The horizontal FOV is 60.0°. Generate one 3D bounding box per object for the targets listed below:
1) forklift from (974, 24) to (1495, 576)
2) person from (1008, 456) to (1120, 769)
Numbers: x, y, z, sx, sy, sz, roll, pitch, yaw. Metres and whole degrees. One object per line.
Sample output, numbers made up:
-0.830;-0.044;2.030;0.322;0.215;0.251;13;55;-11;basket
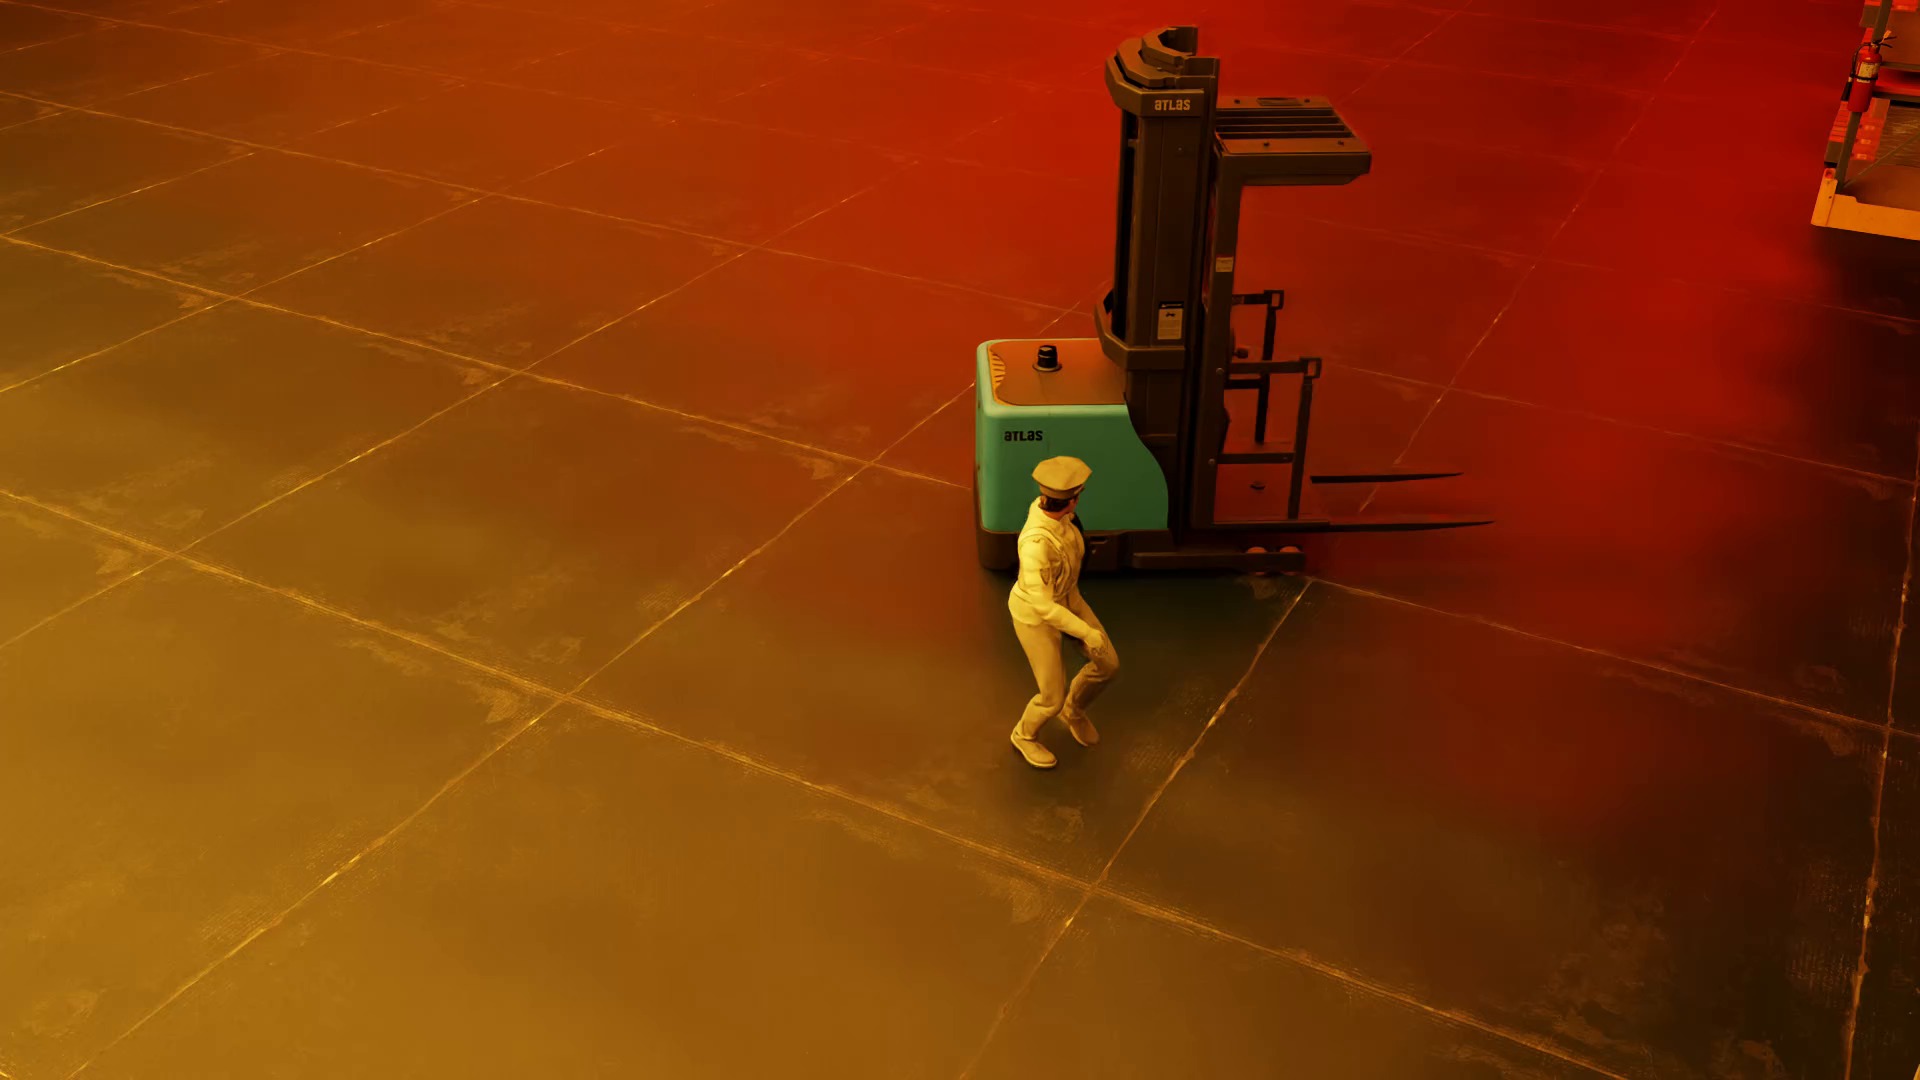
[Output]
1.615;-1.326;9.368;3.031;2.935;1.130;-1;30;-2;forklift
0.451;0.354;7.826;0.671;1.614;0.654;20;36;31;person
